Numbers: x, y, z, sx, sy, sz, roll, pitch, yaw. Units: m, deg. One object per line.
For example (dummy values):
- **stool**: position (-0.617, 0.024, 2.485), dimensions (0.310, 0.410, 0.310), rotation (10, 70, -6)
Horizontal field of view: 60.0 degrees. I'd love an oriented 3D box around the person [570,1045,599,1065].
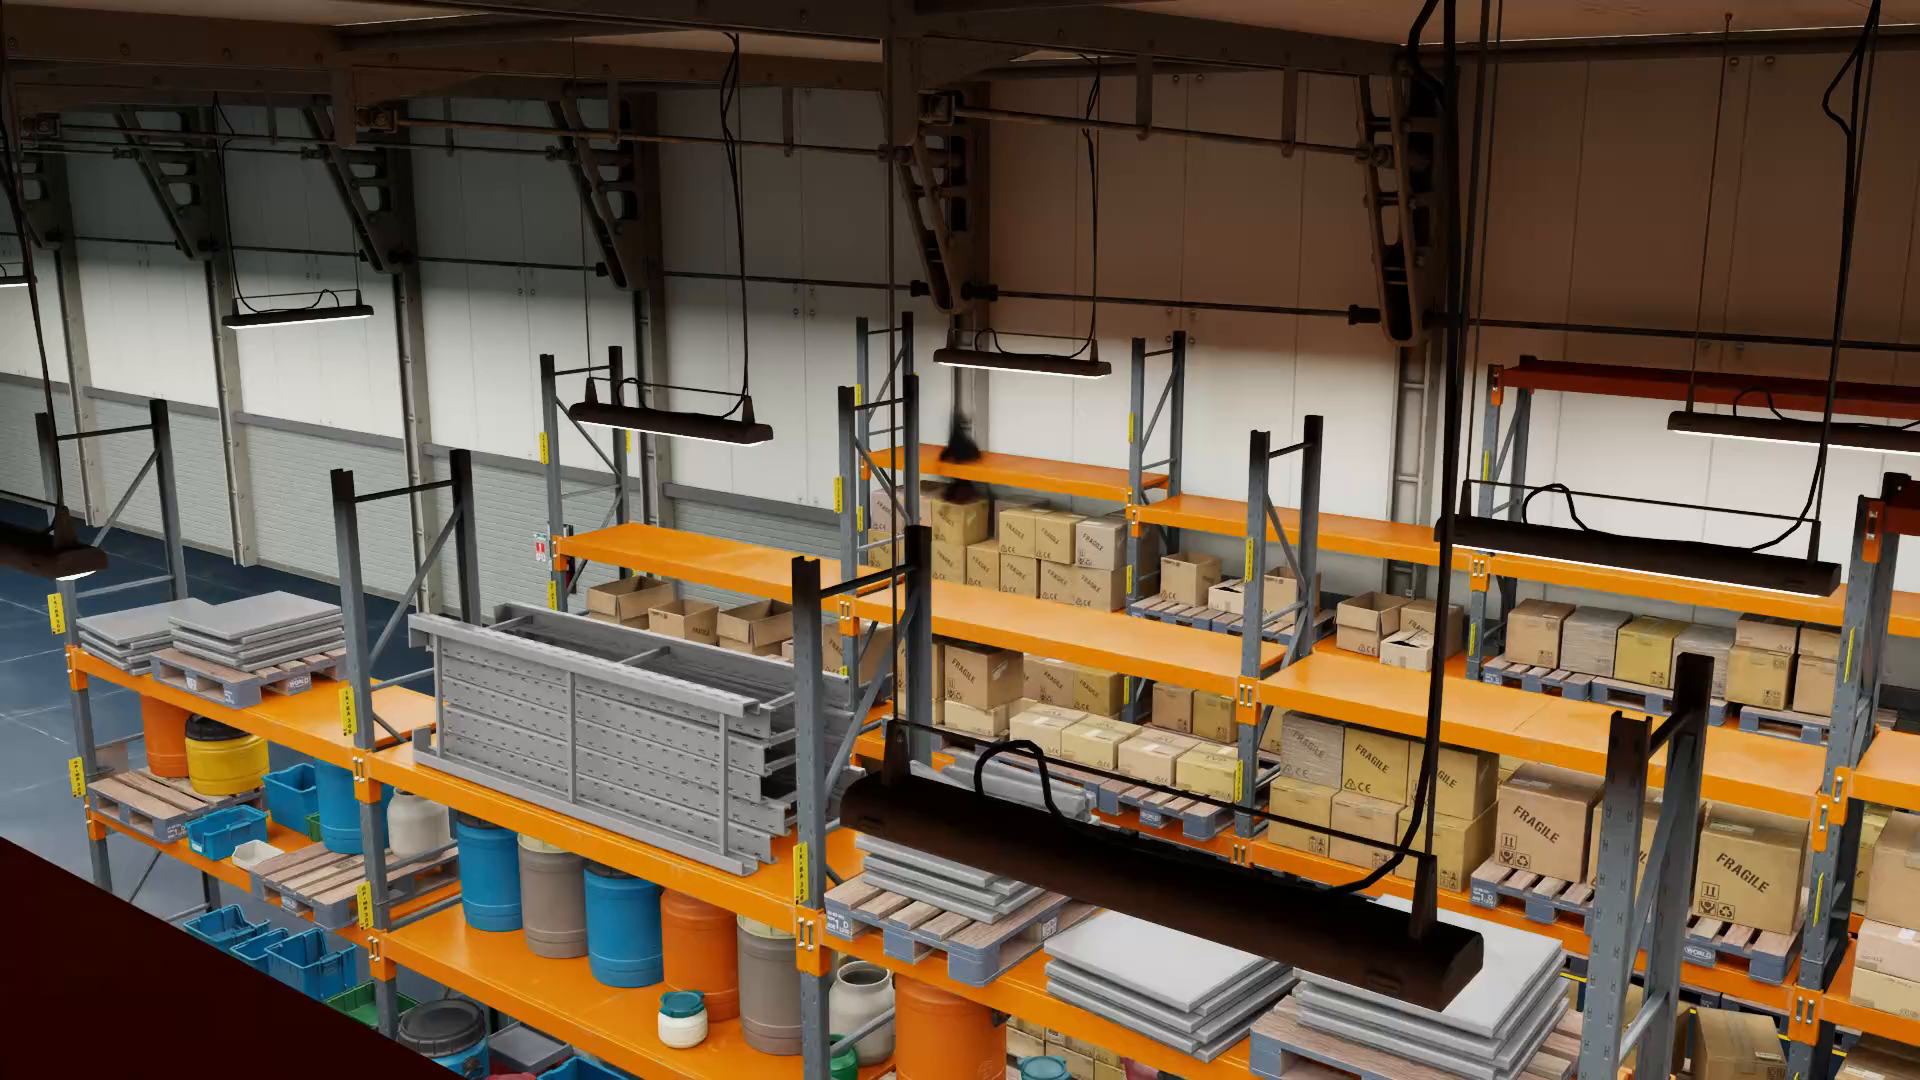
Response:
- **person**: position (-3.379, 3.935, 14.410), dimensions (0.751, 1.826, 0.610), rotation (7, 15, 26)
